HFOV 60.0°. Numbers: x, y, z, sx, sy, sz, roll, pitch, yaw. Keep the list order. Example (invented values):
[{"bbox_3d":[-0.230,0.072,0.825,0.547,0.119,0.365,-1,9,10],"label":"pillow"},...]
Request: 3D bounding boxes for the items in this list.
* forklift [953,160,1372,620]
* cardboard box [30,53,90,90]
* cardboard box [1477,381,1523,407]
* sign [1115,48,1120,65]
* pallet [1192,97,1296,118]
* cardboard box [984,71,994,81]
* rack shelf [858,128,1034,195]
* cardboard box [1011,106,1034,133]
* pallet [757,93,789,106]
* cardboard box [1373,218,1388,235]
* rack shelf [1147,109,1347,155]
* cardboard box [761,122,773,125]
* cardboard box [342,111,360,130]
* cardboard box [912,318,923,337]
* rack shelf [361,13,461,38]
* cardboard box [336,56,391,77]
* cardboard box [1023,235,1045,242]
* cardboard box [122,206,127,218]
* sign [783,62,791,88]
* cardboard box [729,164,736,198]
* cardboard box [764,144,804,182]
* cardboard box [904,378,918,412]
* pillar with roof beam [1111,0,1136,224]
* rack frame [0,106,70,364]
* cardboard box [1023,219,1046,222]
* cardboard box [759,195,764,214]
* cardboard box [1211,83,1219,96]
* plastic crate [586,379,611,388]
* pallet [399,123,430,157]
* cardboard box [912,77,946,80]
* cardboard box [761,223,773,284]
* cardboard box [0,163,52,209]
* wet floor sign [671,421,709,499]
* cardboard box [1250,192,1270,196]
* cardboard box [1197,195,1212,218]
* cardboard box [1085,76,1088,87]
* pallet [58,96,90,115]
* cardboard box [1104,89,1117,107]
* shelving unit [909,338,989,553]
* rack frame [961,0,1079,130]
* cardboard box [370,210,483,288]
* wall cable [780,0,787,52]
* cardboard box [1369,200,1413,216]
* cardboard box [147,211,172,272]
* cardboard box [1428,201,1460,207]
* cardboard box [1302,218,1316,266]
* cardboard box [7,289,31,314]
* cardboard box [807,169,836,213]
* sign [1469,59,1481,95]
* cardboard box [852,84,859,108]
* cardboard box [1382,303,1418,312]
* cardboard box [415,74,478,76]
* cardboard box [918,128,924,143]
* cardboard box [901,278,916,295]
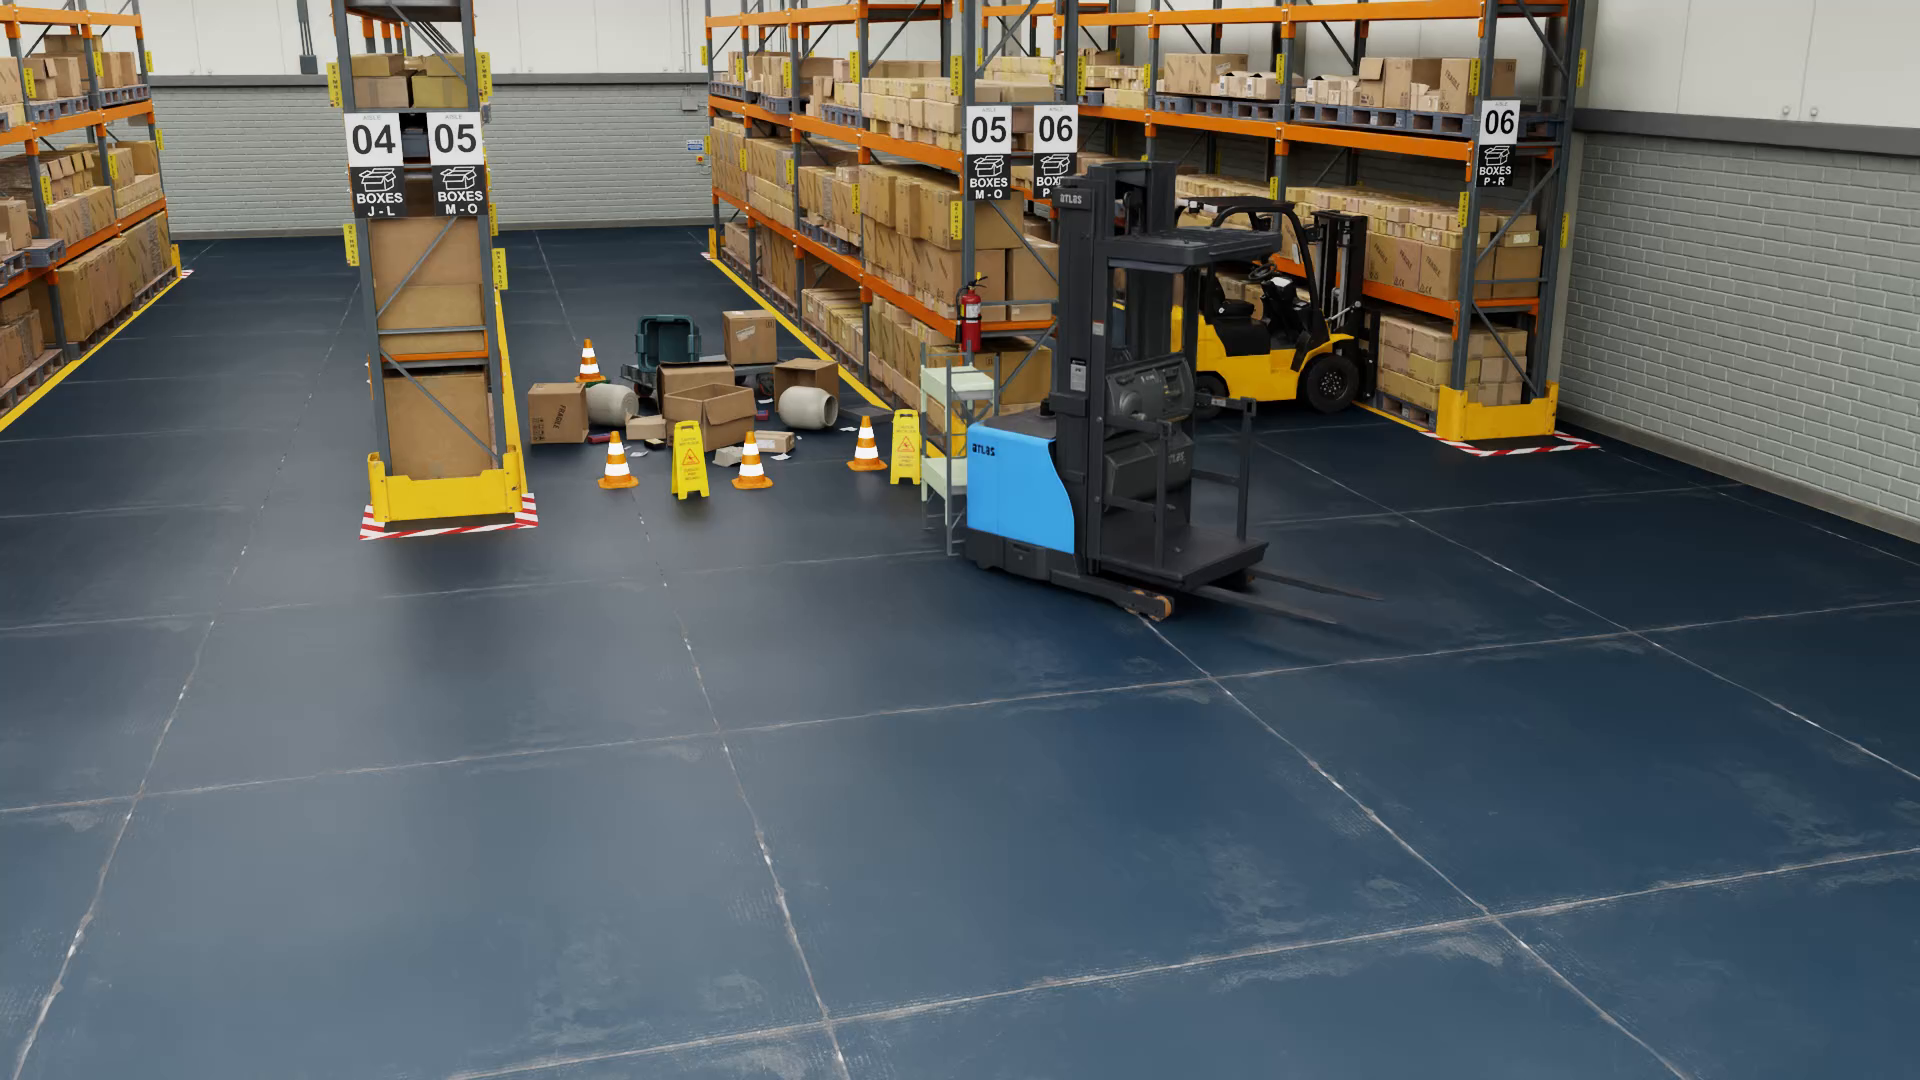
[{"bbox_3d":[1.378,-1.053,11.364,3.031,2.935,1.130,15,22,40],"label":"forklift"},{"bbox_3d":[-12.590,-6.577,23.342,0.700,0.500,0.500,-6,18,-19],"label":"cardboard box"},{"bbox_3d":[5.333,-1.525,16.864,0.500,0.250,0.500,-5,17,-15],"label":"cardboard box"},{"bbox_3d":[2.515,-7.726,26.662,0.100,0.325,0.005,-5,17,-15],"label":"sign"},{"bbox_3d":[3.664,-5.559,21.357,1.003,0.211,1.213,-4,17,-13],"label":"pallet"},{"bbox_3d":[0.742,-8.278,29.826,0.500,0.250,0.500,-5,17,-16],"label":"cardboard box"},{"bbox_3d":[-0.041,-3.741,16.229,1.077,0.370,4.000,-5,17,-15],"label":"rack shelf"},{"bbox_3d":[0.627,-3.763,14.796,0.500,0.250,0.500,-5,17,-16],"label":"cardboard box"},{"bbox_3d":[-2.490,-6.510,24.531,0.805,0.209,1.217,-5,18,-17],"label":"pallet"},{"bbox_3d":[4.540,-3.275,17.338,0.380,0.149,0.250,-5,17,-15],"label":"cardboard box"},{"bbox_3d":[3.631,-5.241,21.223,1.077,0.370,4.000,-5,17,-15],"label":"rack shelf"},{"bbox_3d":[-3.025,-6.710,27.036,0.380,0.149,0.250,-5,17,-15],"label":"cardboard box"},{"bbox_3d":[-4.640,-3.307,13.066,0.380,0.149,0.250,-5,17,-15],"label":"cardboard box"},{"bbox_3d":[-0.264,-2.090,16.314,0.380,0.149,0.250,-4,17,-13],"label":"cardboard box"},{"bbox_3d":[-5.872,-5.673,18.143,1.077,0.370,4.000,-5,17,-15],"label":"rack shelf"},{"bbox_3d":[-4.642,-3.690,12.956,0.380,0.149,0.250,-5,17,-15],"label":"cardboard box"},{"bbox_3d":[0.500,-2.582,15.644,0.500,0.500,0.500,-4,17,-14],"label":"cardboard box"},{"bbox_3d":[-12.151,-4.692,23.795,0.380,0.149,0.250,-5,18,-17],"label":"cardboard box"},{"bbox_3d":[-2.226,-5.989,21.427,0.100,0.325,0.005,-5,17,-15],"label":"sign"},{"bbox_3d":[-3.461,-5.851,27.043,0.500,0.500,0.500,-5,17,-16],"label":"cardboard box"},{"bbox_3d":[-2.494,-5.378,23.729,0.500,0.500,0.500,-5,17,-16],"label":"cardboard box"},{"bbox_3d":[-0.256,-1.471,16.684,0.500,0.250,0.500,-5,18,-17],"label":"cardboard box"},{"bbox_3d":[-1.481,-8.605,25.958,9.100,9.000,0.400,-5,17,-15],"label":"pillar with roof beam"},{"bbox_3d":[-11.218,-3.525,19.474,1.000,3.000,0.127,-5,17,-15],"label":"rack frame"},{"bbox_3d":[1.207,-5.349,29.160,0.500,0.500,0.500,-4,17,-14],"label":"cardboard box"},{"bbox_3d":[-2.653,-4.915,24.360,0.500,0.250,0.500,-5,17,-16],"label":"cardboard box"},{"bbox_3d":[3.375,-5.655,20.882,0.380,0.149,0.250,-5,17,-16],"label":"cardboard box"},{"bbox_3d":[-4.015,-1.519,17.584,0.450,0.188,0.662,-6,15,16],"label":"plastic crate"},{"bbox_3d":[-4.437,-3.275,13.581,1.003,0.211,1.213,-5,17,-15],"label":"pallet"},{"bbox_3d":[-0.293,-4.830,17.655,0.380,0.149,0.250,-4,17,-14],"label":"cardboard box"},{"bbox_3d":[-2.542,-4.434,25.461,0.875,0.875,0.875,-4,17,-14],"label":"cardboard box"},{"bbox_3d":[-11.403,-4.257,19.993,0.797,0.503,0.637,-4,17,-13],"label":"cardboard box"},{"bbox_3d":[-2.311,-0.698,14.153,0.267,0.644,0.232,-8,18,-25],"label":"wet floor sign"},{"bbox_3d":[3.769,-4.173,20.329,0.380,0.149,0.250,-5,17,-15],"label":"cardboard box"},{"bbox_3d":[3.397,-4.304,21.457,0.500,0.250,0.500,-4,17,-14],"label":"cardboard box"},{"bbox_3d":[2.026,-6.907,25.050,0.380,0.149,0.250,-4,17,-14],"label":"cardboard box"},{"bbox_3d":[-12.018,-5.727,21.922,0.805,0.209,1.217,-5,18,-17],"label":"pallet"},{"bbox_3d":[2.431,-6.467,24.314,0.500,0.250,0.500,-5,17,-15],"label":"cardboard box"},{"bbox_3d":[-0.092,-0.741,12.813,0.431,1.500,0.755,-5,17,-15],"label":"shelving unit"},{"bbox_3d":[0.509,-4.969,13.853,1.000,3.000,0.127,-5,17,-15],"label":"rack frame"},{"bbox_3d":[-4.288,-2.371,13.495,0.875,0.550,0.550,-5,17,-15],"label":"cardboard box"},{"bbox_3d":[-2.310,-11.232,34.639,2.988,3.039,0.133,-5,17,-15],"label":"wall cable"},{"bbox_3d":[4.552,-3.497,17.560,0.380,0.149,0.250,-4,17,-14],"label":"cardboard box"},{"bbox_3d":[-13.164,-4.751,26.518,0.875,0.875,0.875,-5,17,-15],"label":"cardboard box"},{"bbox_3d":[5.140,-3.468,17.465,0.380,0.149,0.250,-5,17,-17],"label":"cardboard box"},{"bbox_3d":[4.211,-3.358,18.742,0.500,0.500,0.500,-4,17,-14],"label":"cardboard box"},{"bbox_3d":[-11.005,-2.715,19.053,0.500,0.250,0.500,-4,17,-13],"label":"cardboard box"},{"bbox_3d":[-1.639,-4.414,21.011,0.500,0.500,0.500,-4,17,-12],"label":"cardboard box"},{"bbox_3d":[4.755,-4.273,15.348,0.100,0.325,0.005,-5,17,-15],"label":"sign"},{"bbox_3d":[-0.890,-4.918,18.428,0.500,0.250,0.500,-5,17,-16],"label":"cardboard box"},{"bbox_3d":[4.928,-2.420,18.105,0.500,0.250,0.500,-5,17,-16],"label":"cardboard box"},{"bbox_3d":[-4.249,-3.727,13.771,0.500,0.250,0.500,-5,17,-16],"label":"cardboard box"},{"bbox_3d":[-0.183,-3.845,15.762,0.380,0.149,0.250,-5,17,-17],"label":"cardboard box"},{"bbox_3d":[-0.374,-2.548,16.656,0.380,0.149,0.250,-5,17,-15],"label":"cardboard box"}]
